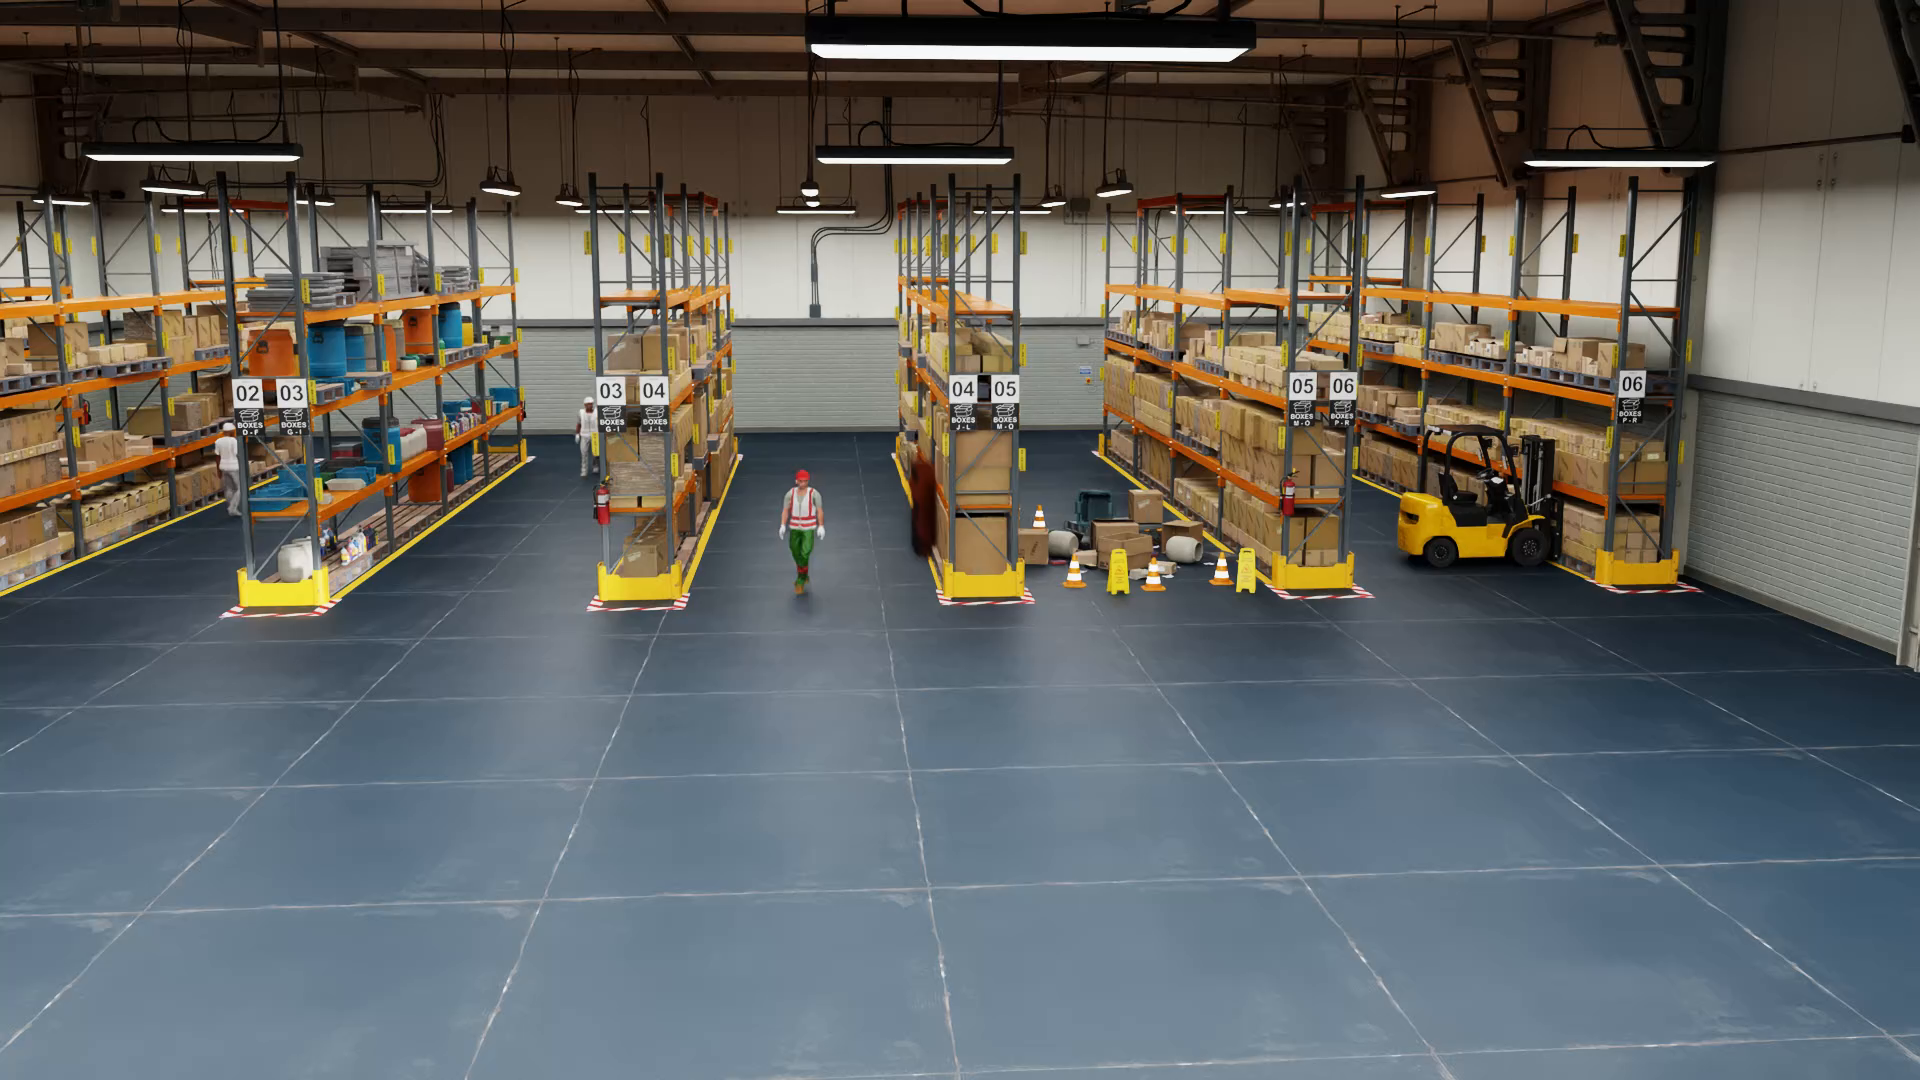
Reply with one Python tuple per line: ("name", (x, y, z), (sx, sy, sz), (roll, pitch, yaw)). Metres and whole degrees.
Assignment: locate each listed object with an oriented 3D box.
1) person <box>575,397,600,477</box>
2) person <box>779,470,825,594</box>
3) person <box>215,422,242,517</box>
("person", (-8.133, -2.279, 36.449), (0.635, 1.714, 1.054), (-2, 10, -10))
("person", (-2.324, -0.129, 24.433), (0.597, 1.821, 0.694), (3, 10, 15))
("person", (-13.635, -1.308, 31.073), (0.610, 1.765, 0.513), (4, 11, 21))
